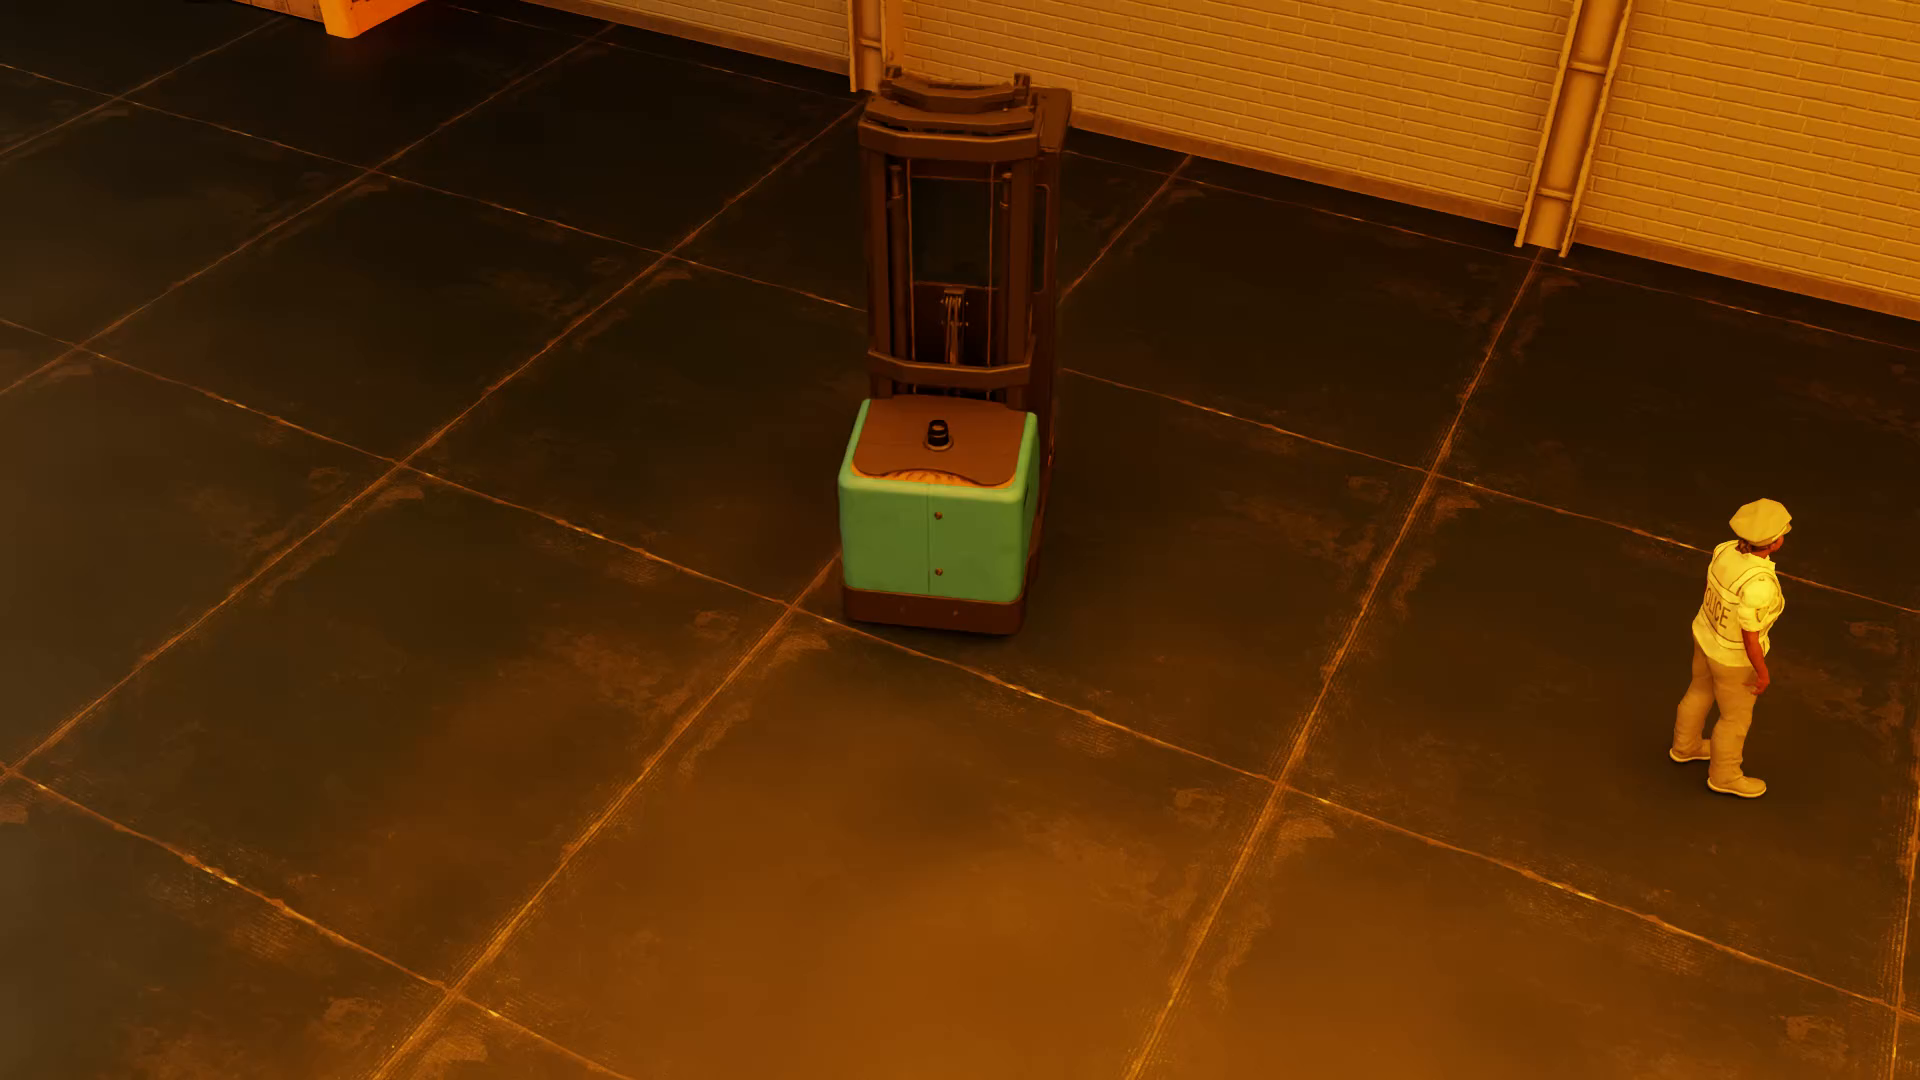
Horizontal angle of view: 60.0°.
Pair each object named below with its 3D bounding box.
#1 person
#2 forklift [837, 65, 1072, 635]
[{"bbox_3d":[3.921,0.528,8.311,0.530,1.691,0.569,-4,40,-4],"label":"person"},{"bbox_3d":[0.036,-1.526,9.799,1.130,2.935,3.031,5,40,6],"label":"forklift"}]
